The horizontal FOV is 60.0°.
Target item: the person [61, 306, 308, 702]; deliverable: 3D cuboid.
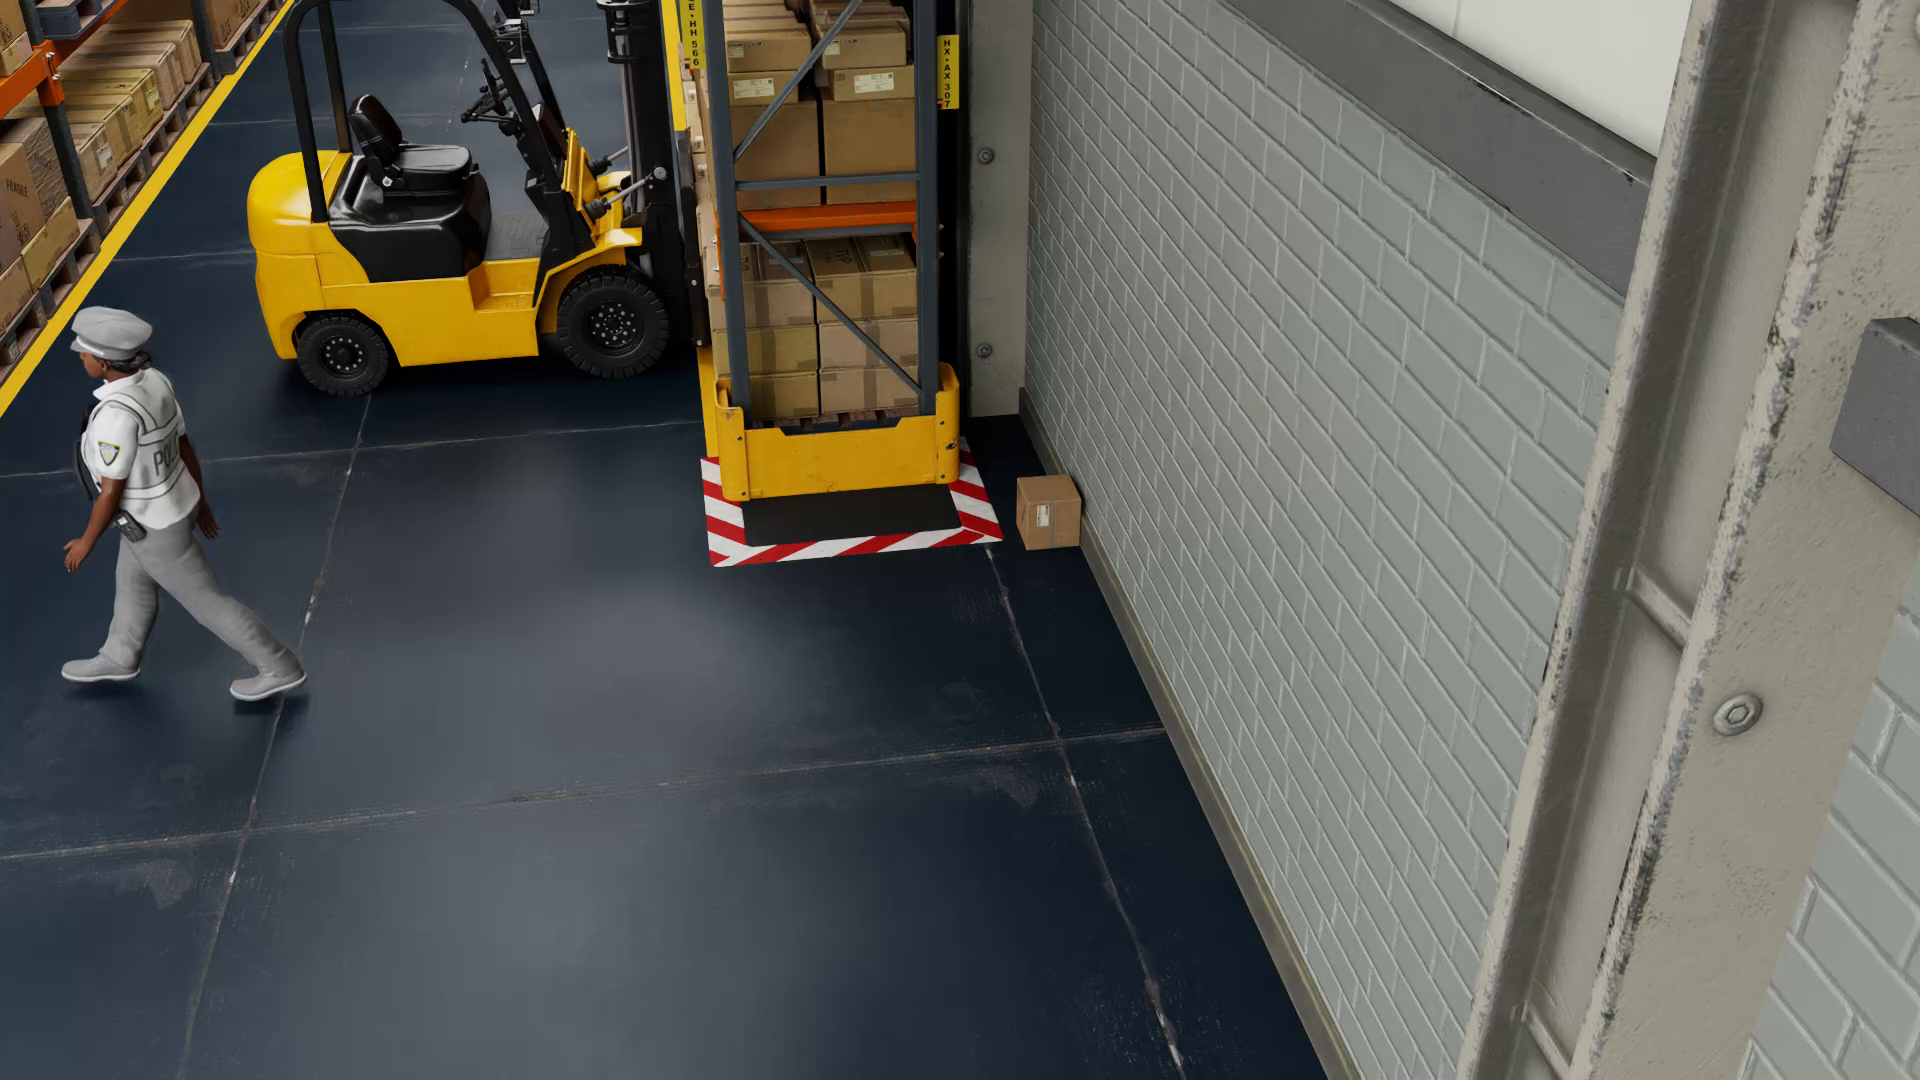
[{"bbox_3d":[-3.110,-0.094,6.248,0.987,1.631,0.459,-4,31,-6],"label":"person"}]
